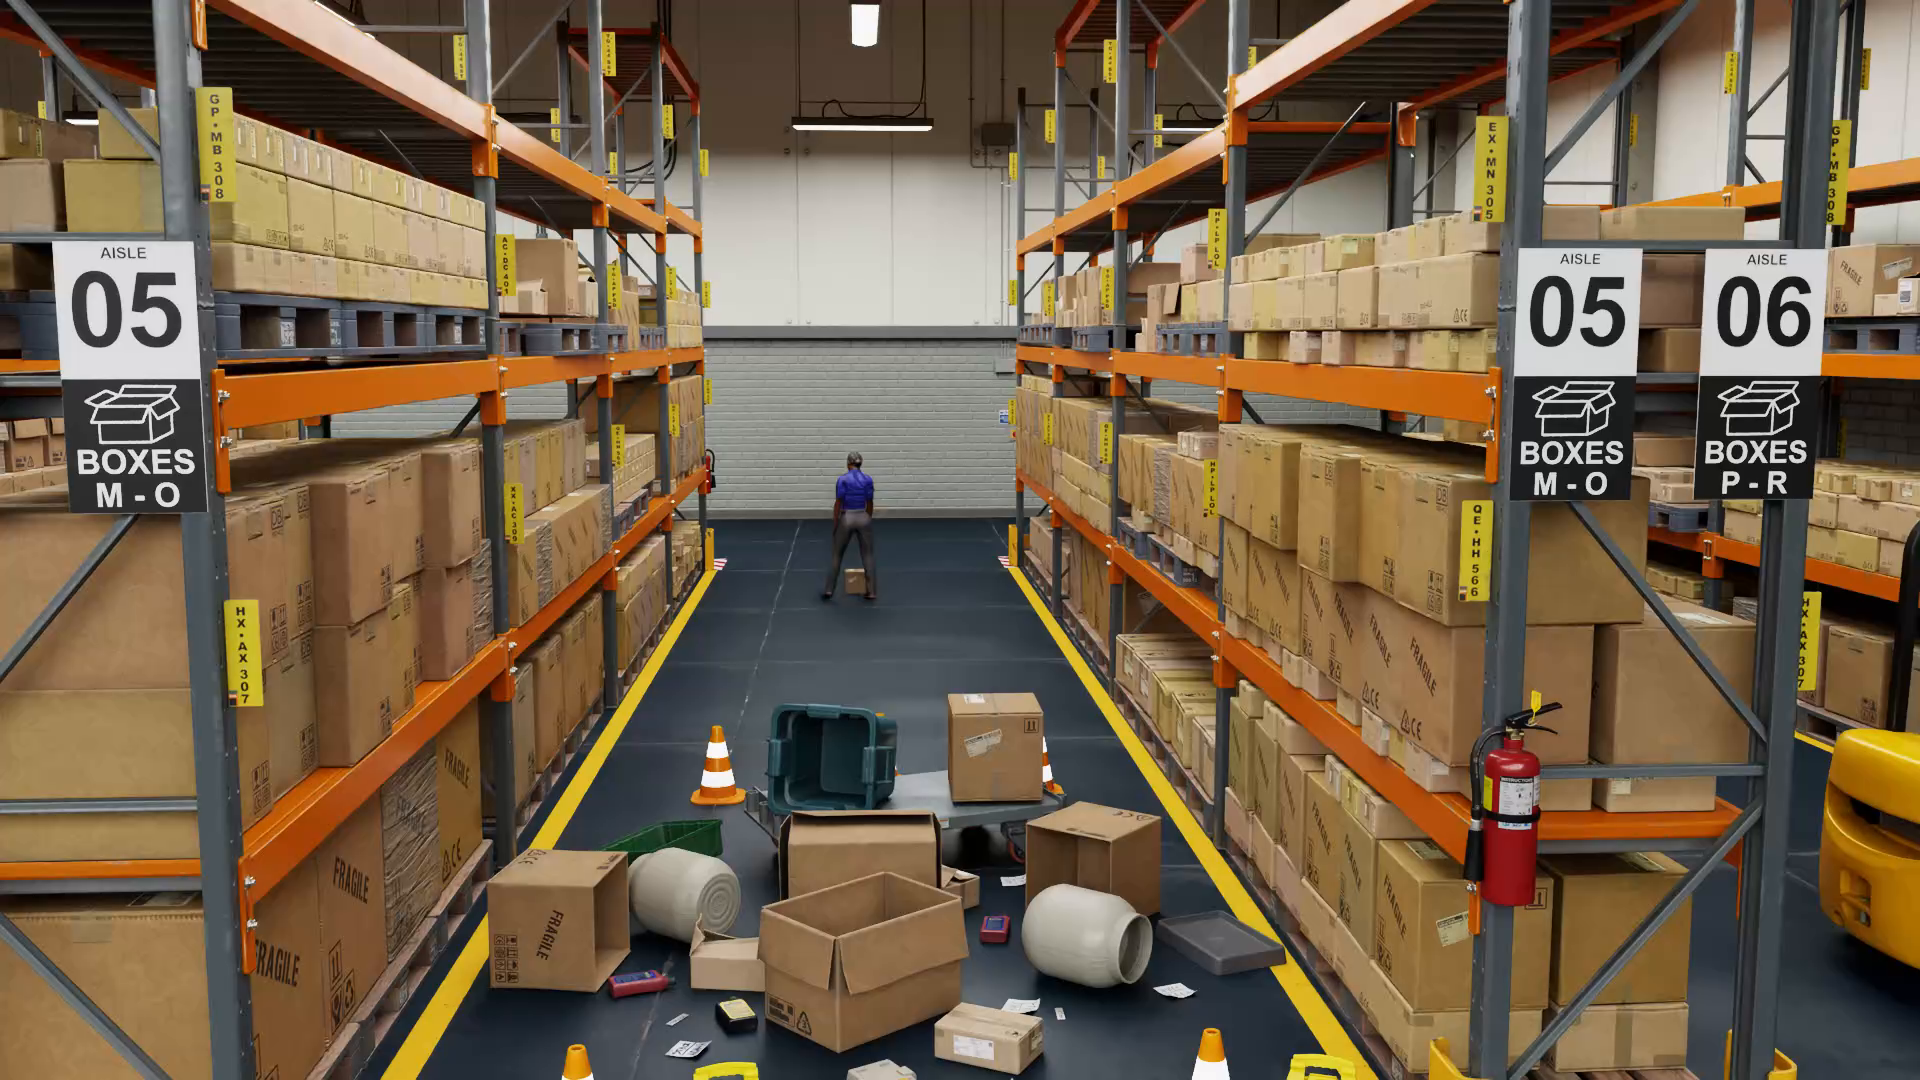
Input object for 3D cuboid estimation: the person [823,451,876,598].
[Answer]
[{"bbox_3d":[-1.247,-0.166,18.653,0.550,1.666,0.524,-2,7,-15],"label":"person"}]
